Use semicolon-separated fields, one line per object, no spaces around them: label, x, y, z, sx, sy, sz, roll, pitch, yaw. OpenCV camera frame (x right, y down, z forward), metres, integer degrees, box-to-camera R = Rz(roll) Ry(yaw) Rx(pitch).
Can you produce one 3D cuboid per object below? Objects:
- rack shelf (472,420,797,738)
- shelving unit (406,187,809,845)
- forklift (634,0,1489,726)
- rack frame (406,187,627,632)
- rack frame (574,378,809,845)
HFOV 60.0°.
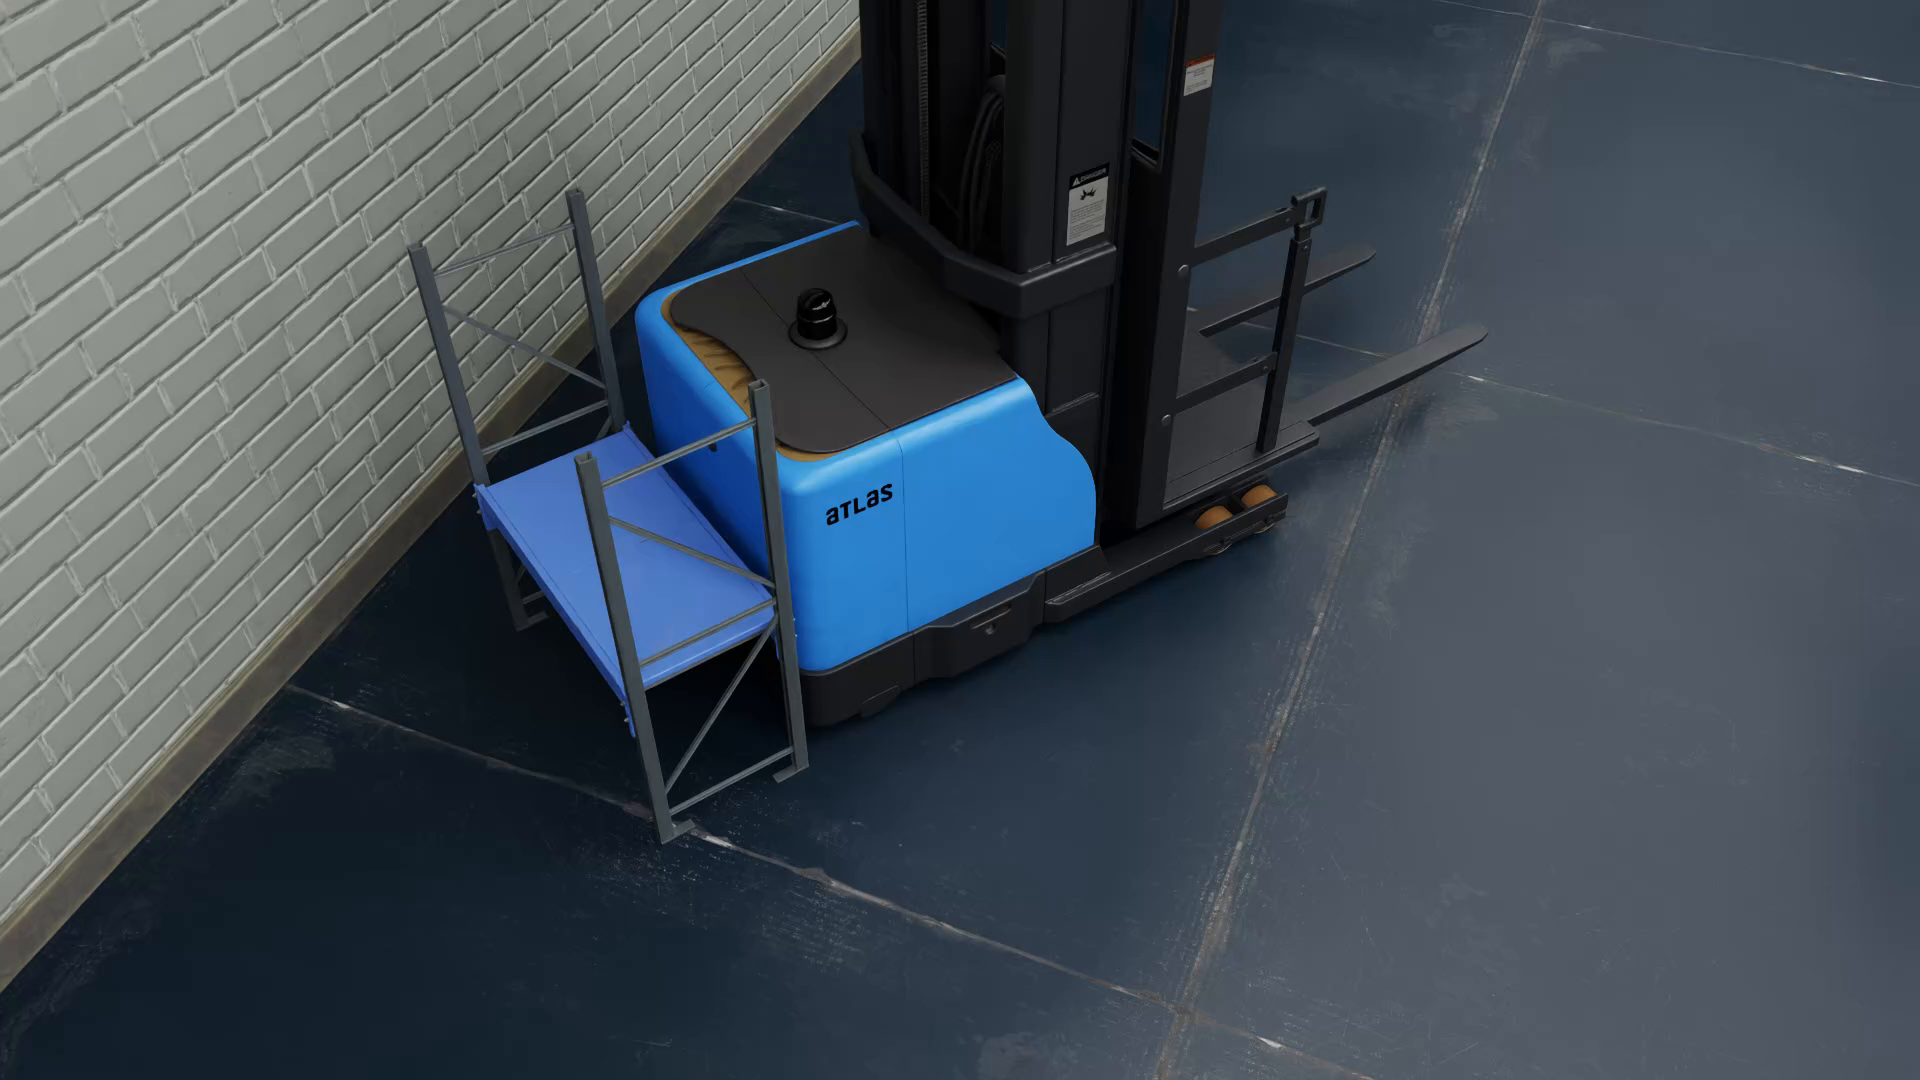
rack shelf;-0.963;0.083;4.858;0.538;0.185;1.000;-26;50;-24
shelving unit;-0.963;-0.044;4.731;0.538;1.500;1.048;-26;50;-24
forklift;0.528;-1.279;4.958;3.031;2.935;1.130;-24;50;-23
rack frame;-1.253;-0.339;5.027;0.500;1.500;0.032;-26;50;-24
rack frame;-0.673;0.250;4.435;0.500;1.500;0.032;-26;50;-24
